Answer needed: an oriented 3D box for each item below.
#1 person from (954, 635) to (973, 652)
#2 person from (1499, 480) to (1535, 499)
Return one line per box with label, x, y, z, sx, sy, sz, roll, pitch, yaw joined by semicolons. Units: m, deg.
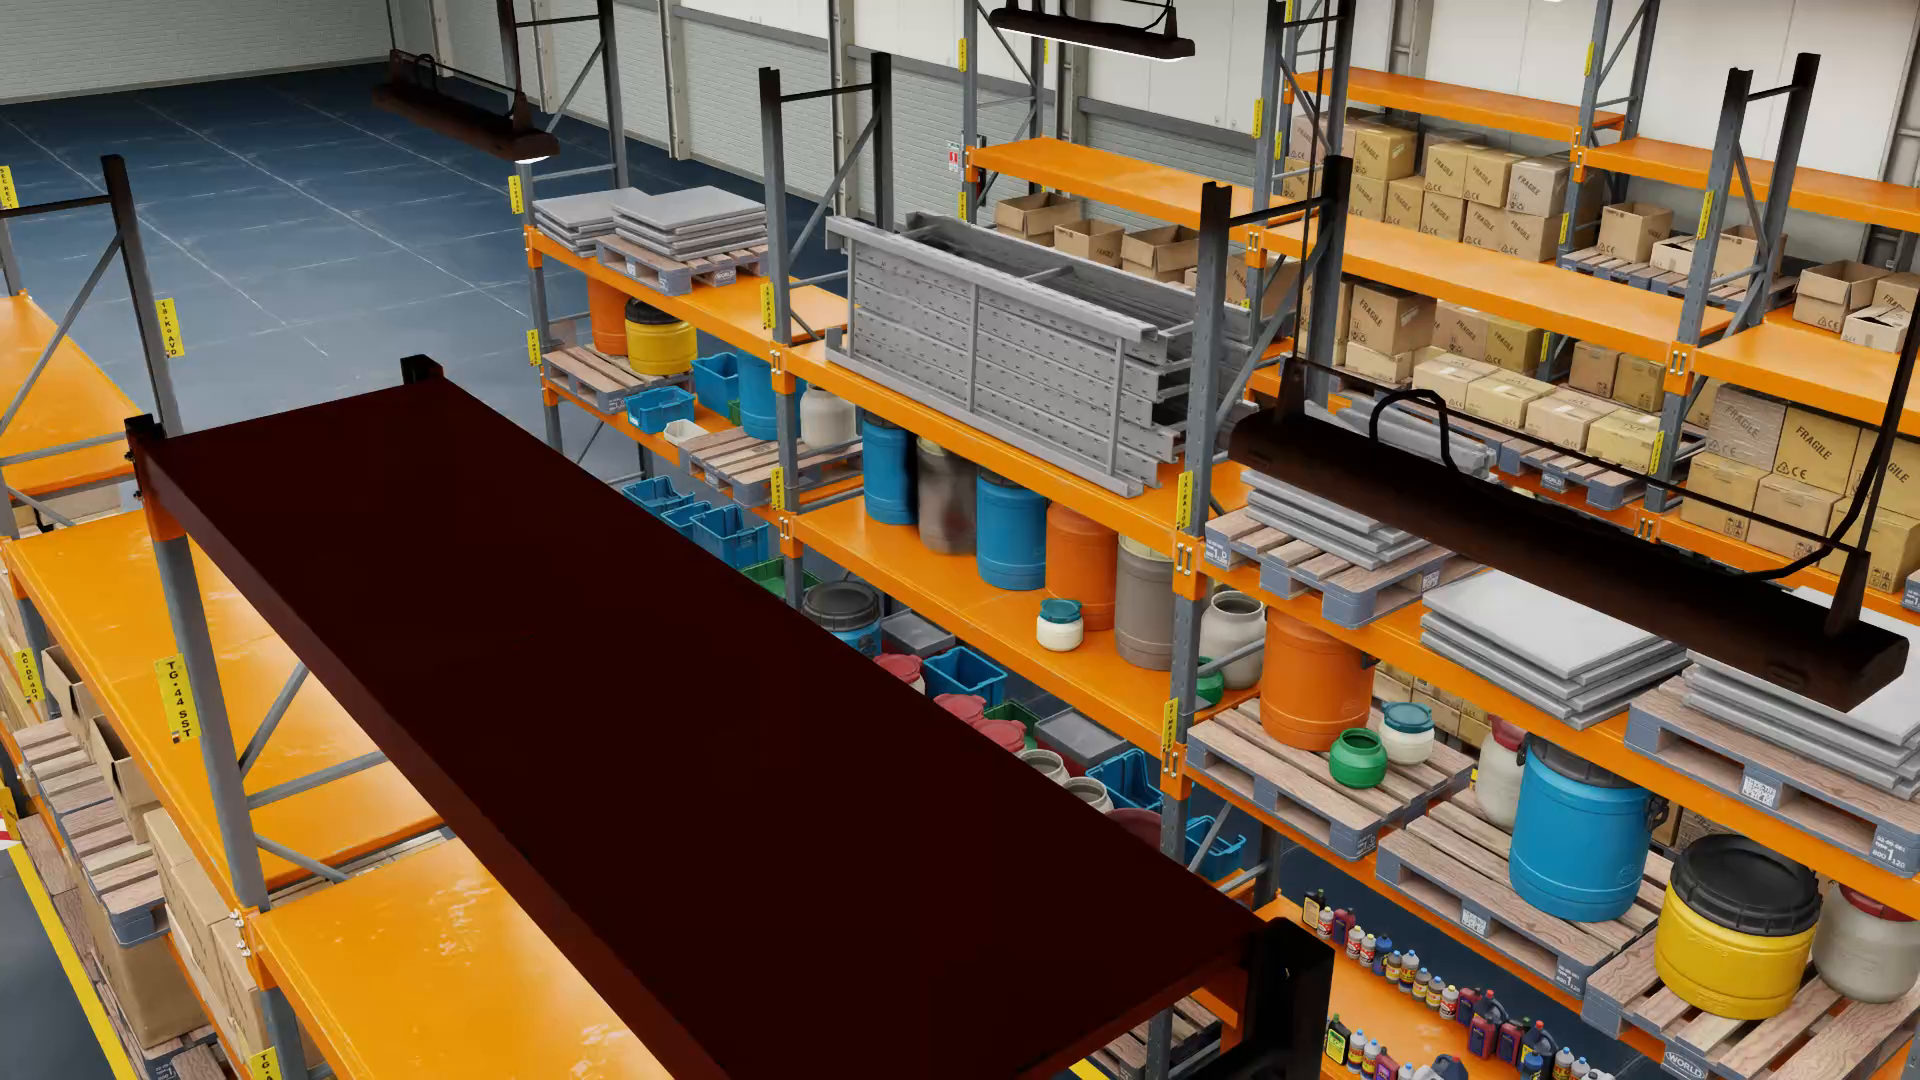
person;-0.104;0.658;14.860;0.939;1.559;0.580;23;34;39
person;5.613;0.012;16.442;0.763;1.564;0.625;11;28;21
